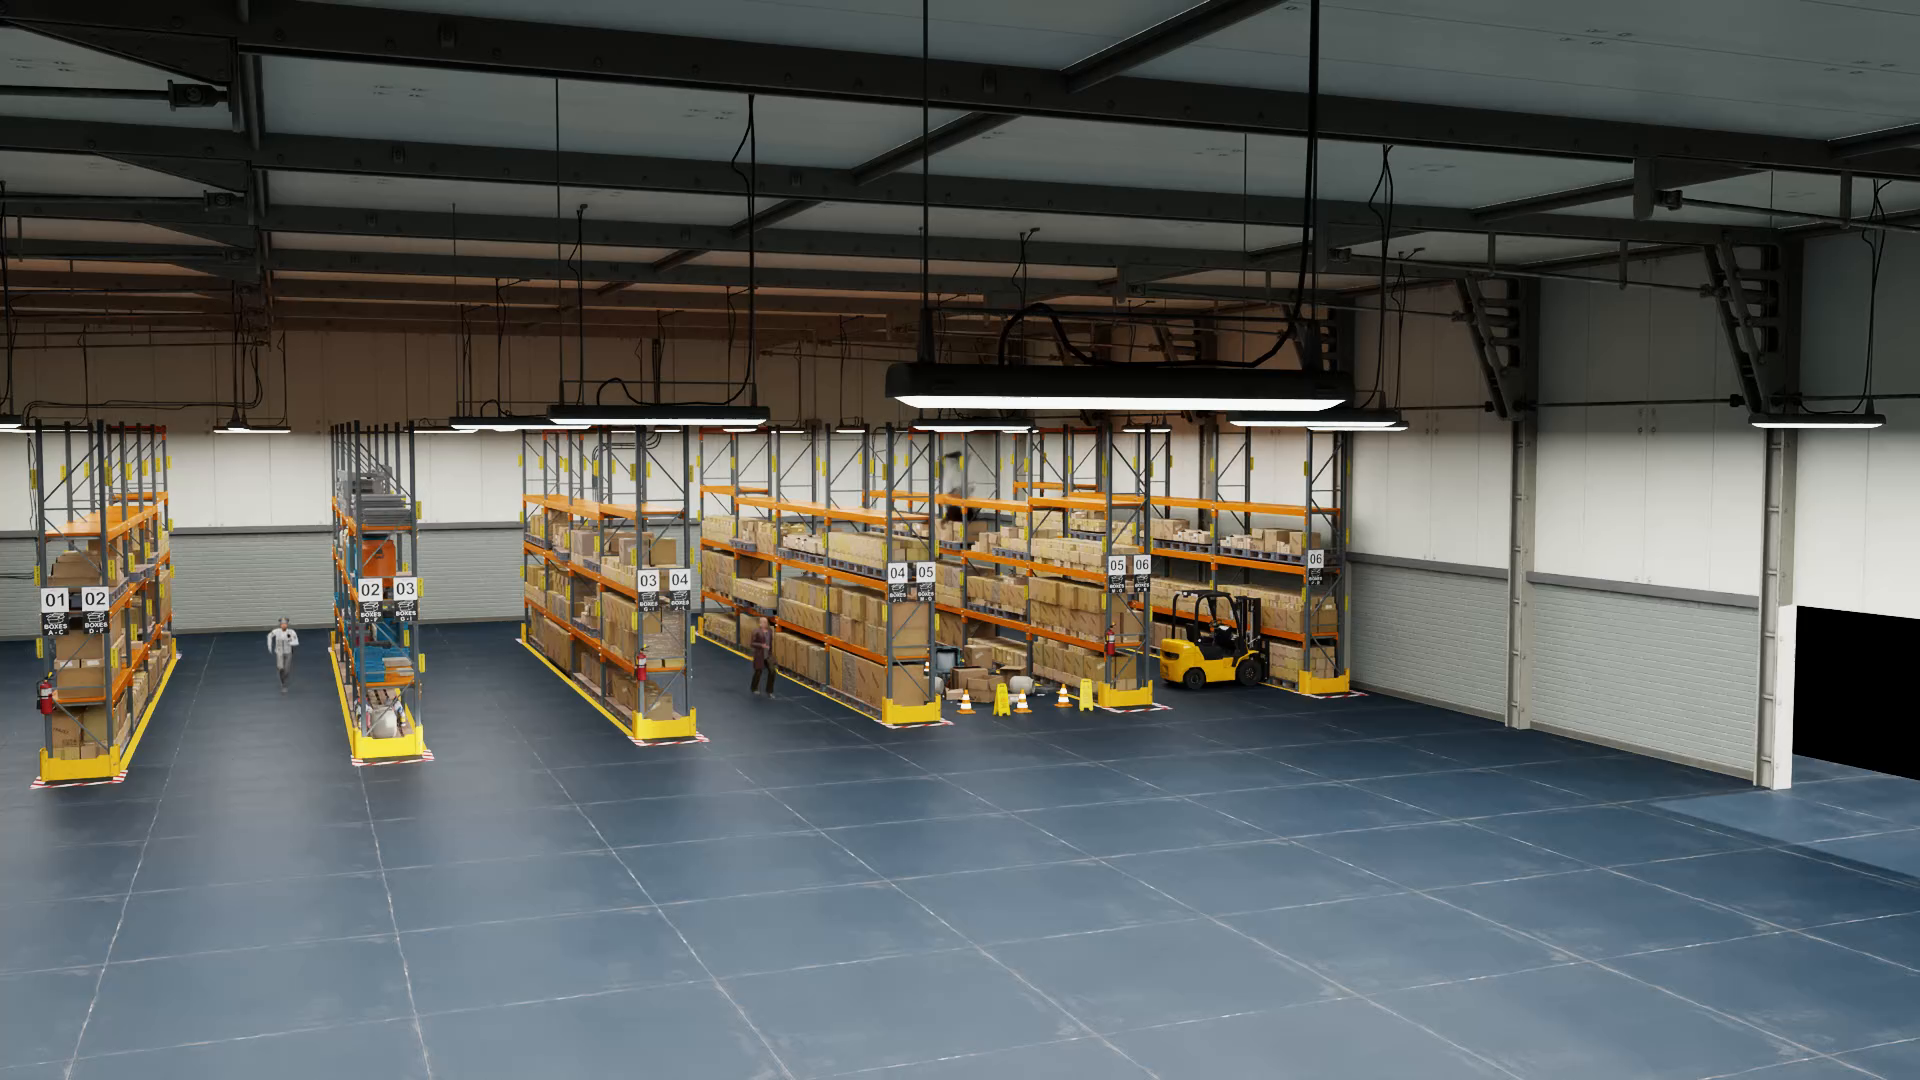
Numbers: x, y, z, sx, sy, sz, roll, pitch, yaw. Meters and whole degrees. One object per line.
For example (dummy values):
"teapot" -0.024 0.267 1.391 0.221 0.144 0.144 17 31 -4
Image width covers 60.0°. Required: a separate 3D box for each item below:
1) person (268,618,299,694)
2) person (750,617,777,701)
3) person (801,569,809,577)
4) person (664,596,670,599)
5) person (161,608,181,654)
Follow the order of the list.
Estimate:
"person" -15.104 2.565 37.136 0.638 1.709 0.799 -1 4 -22
"person" -4.300 2.582 36.182 0.640 1.835 0.907 -2 4 -33
"person" -4.825 1.672 51.735 0.770 1.709 0.581 -3 5 -42
"person" -8.274 1.952 46.962 0.651 1.693 0.607 0 4 -7
"person" -20.958 2.209 43.746 0.827 1.595 0.567 -1 4 -19
